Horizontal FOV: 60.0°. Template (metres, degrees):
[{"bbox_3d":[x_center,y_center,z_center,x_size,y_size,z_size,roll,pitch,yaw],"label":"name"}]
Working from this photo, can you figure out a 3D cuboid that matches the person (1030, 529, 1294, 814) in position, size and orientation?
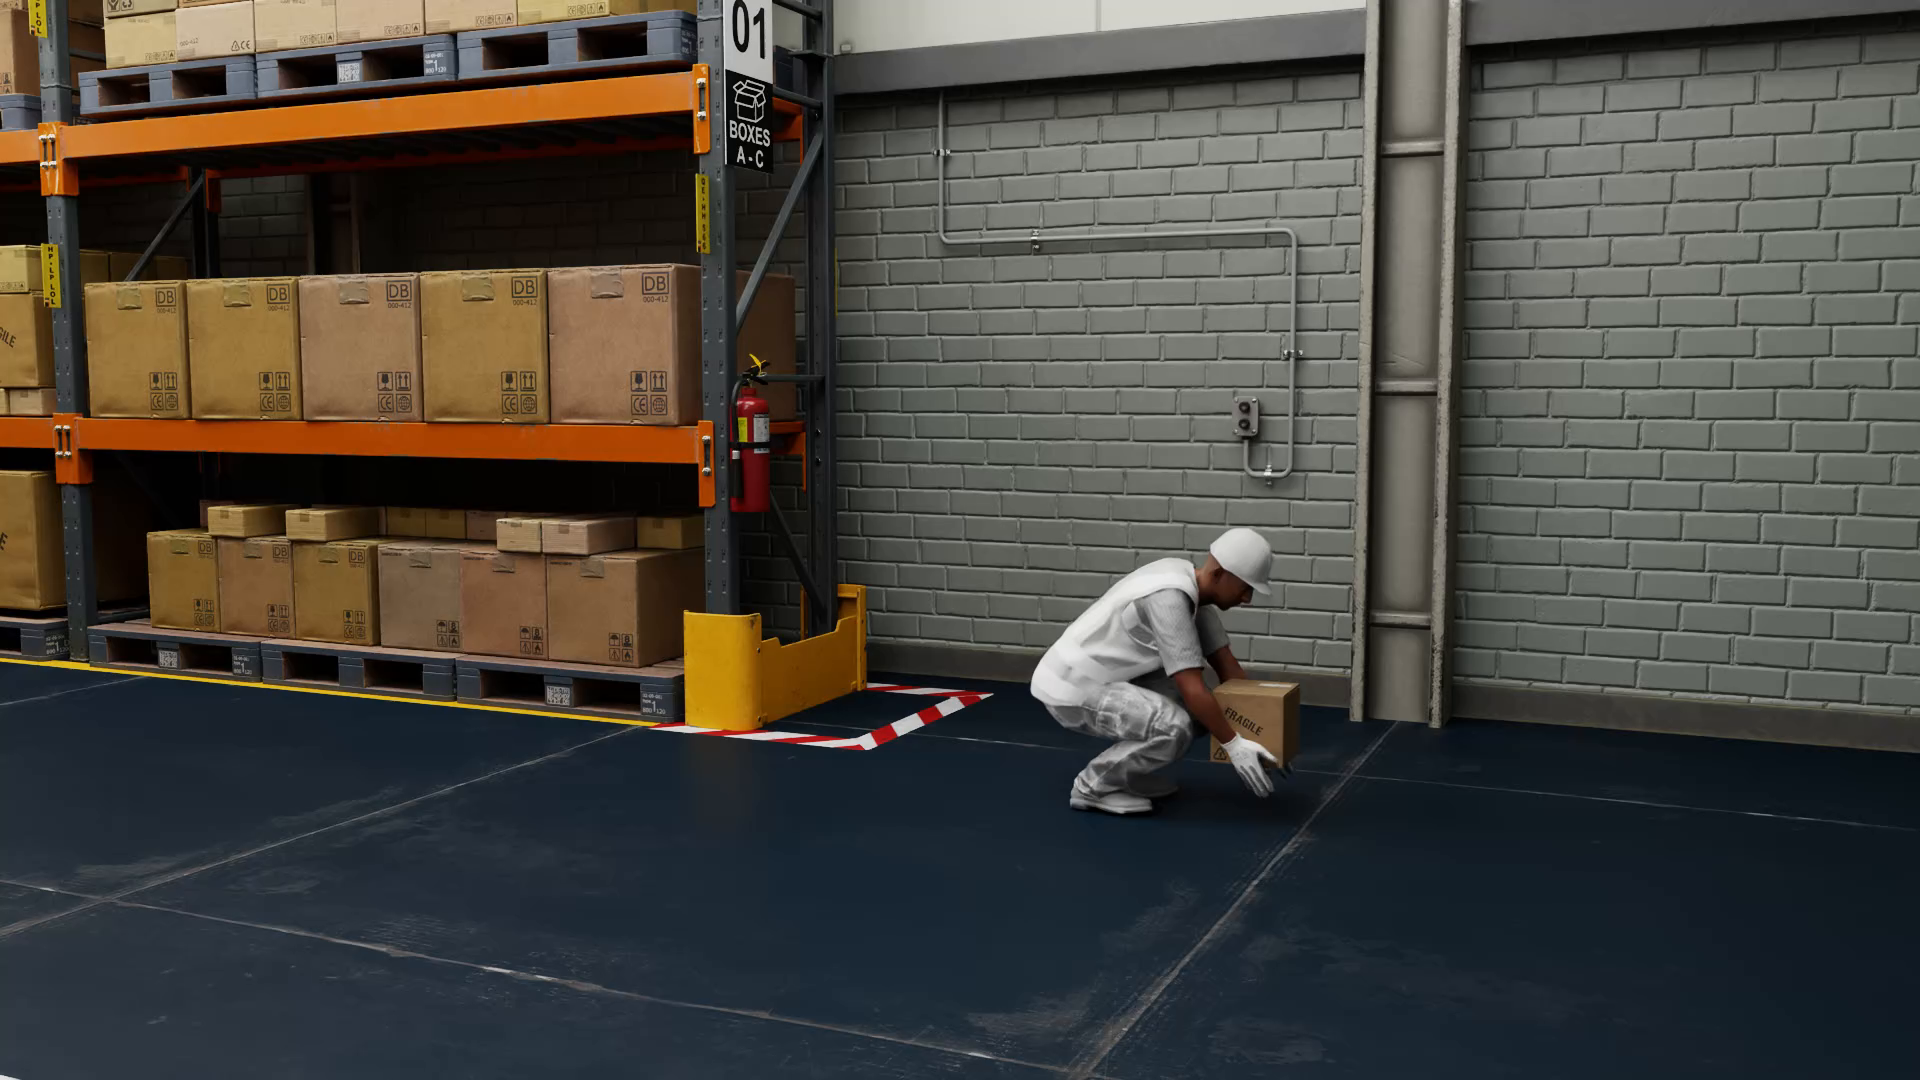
[{"bbox_3d":[0.717,0.450,5.859,0.901,0.996,0.566,2,6,23],"label":"person"}]
